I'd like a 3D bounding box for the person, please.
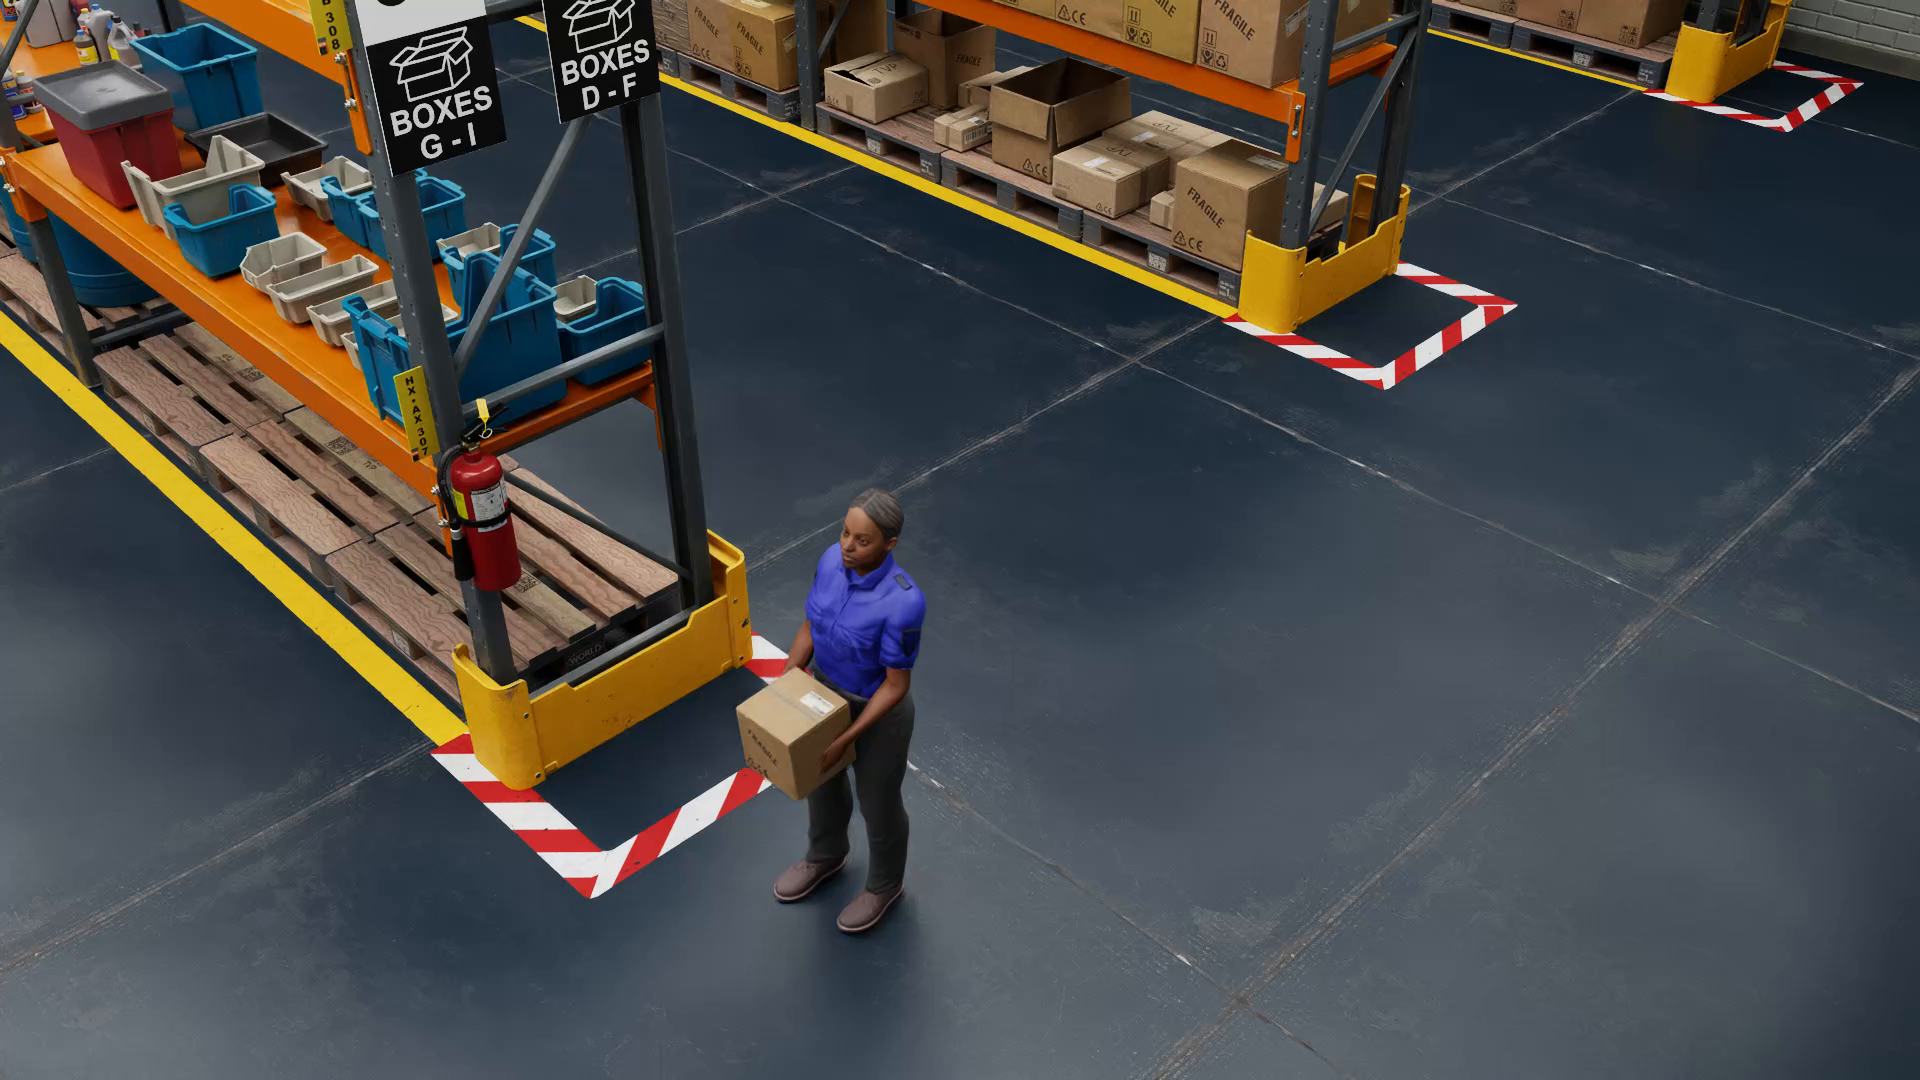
[{"bbox_3d":[-0.369,0.581,5.341,0.488,1.658,0.488,30,45,35],"label":"person"}]
